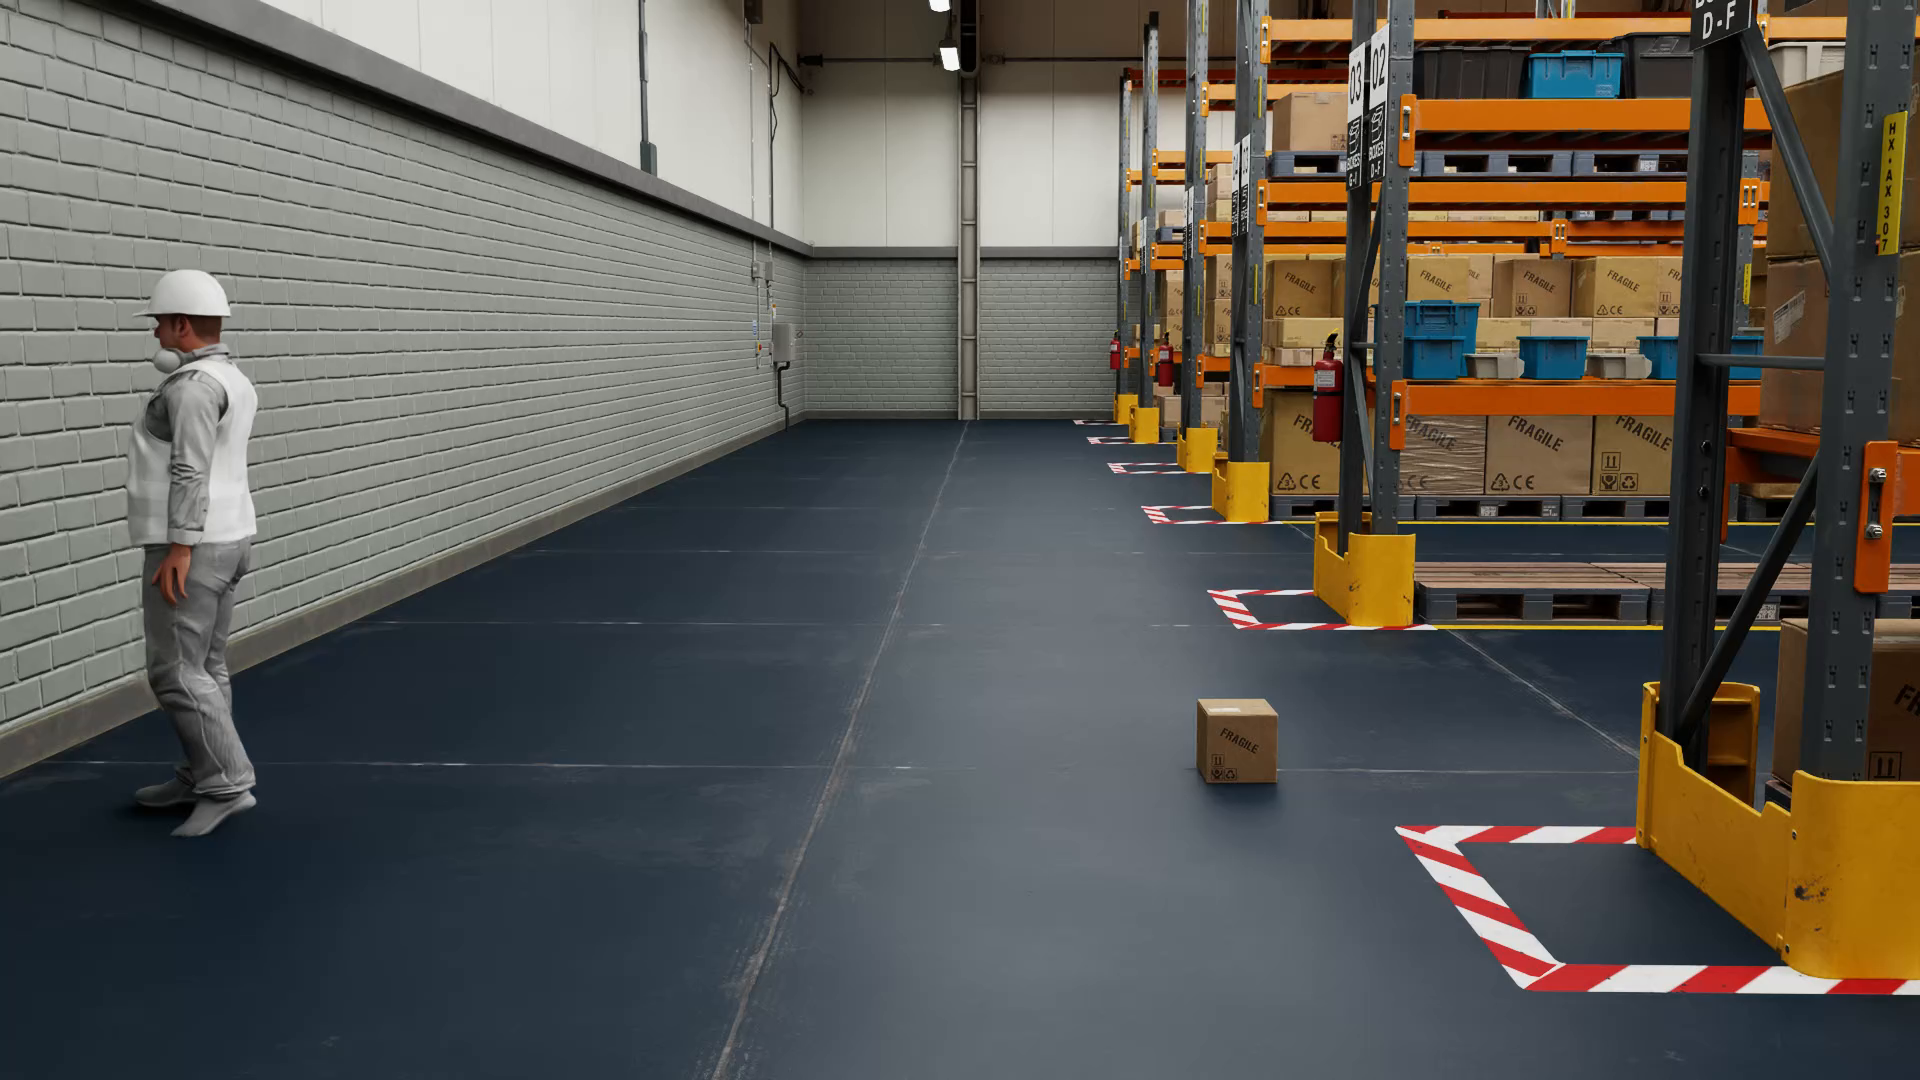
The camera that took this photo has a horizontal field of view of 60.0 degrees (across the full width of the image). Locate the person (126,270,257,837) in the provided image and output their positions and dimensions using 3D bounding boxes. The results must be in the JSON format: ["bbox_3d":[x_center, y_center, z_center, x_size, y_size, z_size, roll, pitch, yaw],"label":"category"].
[{"bbox_3d":[-2.534,0.050,5.413,0.460,1.840,0.549,-1,7,-9],"label":"person"}]
